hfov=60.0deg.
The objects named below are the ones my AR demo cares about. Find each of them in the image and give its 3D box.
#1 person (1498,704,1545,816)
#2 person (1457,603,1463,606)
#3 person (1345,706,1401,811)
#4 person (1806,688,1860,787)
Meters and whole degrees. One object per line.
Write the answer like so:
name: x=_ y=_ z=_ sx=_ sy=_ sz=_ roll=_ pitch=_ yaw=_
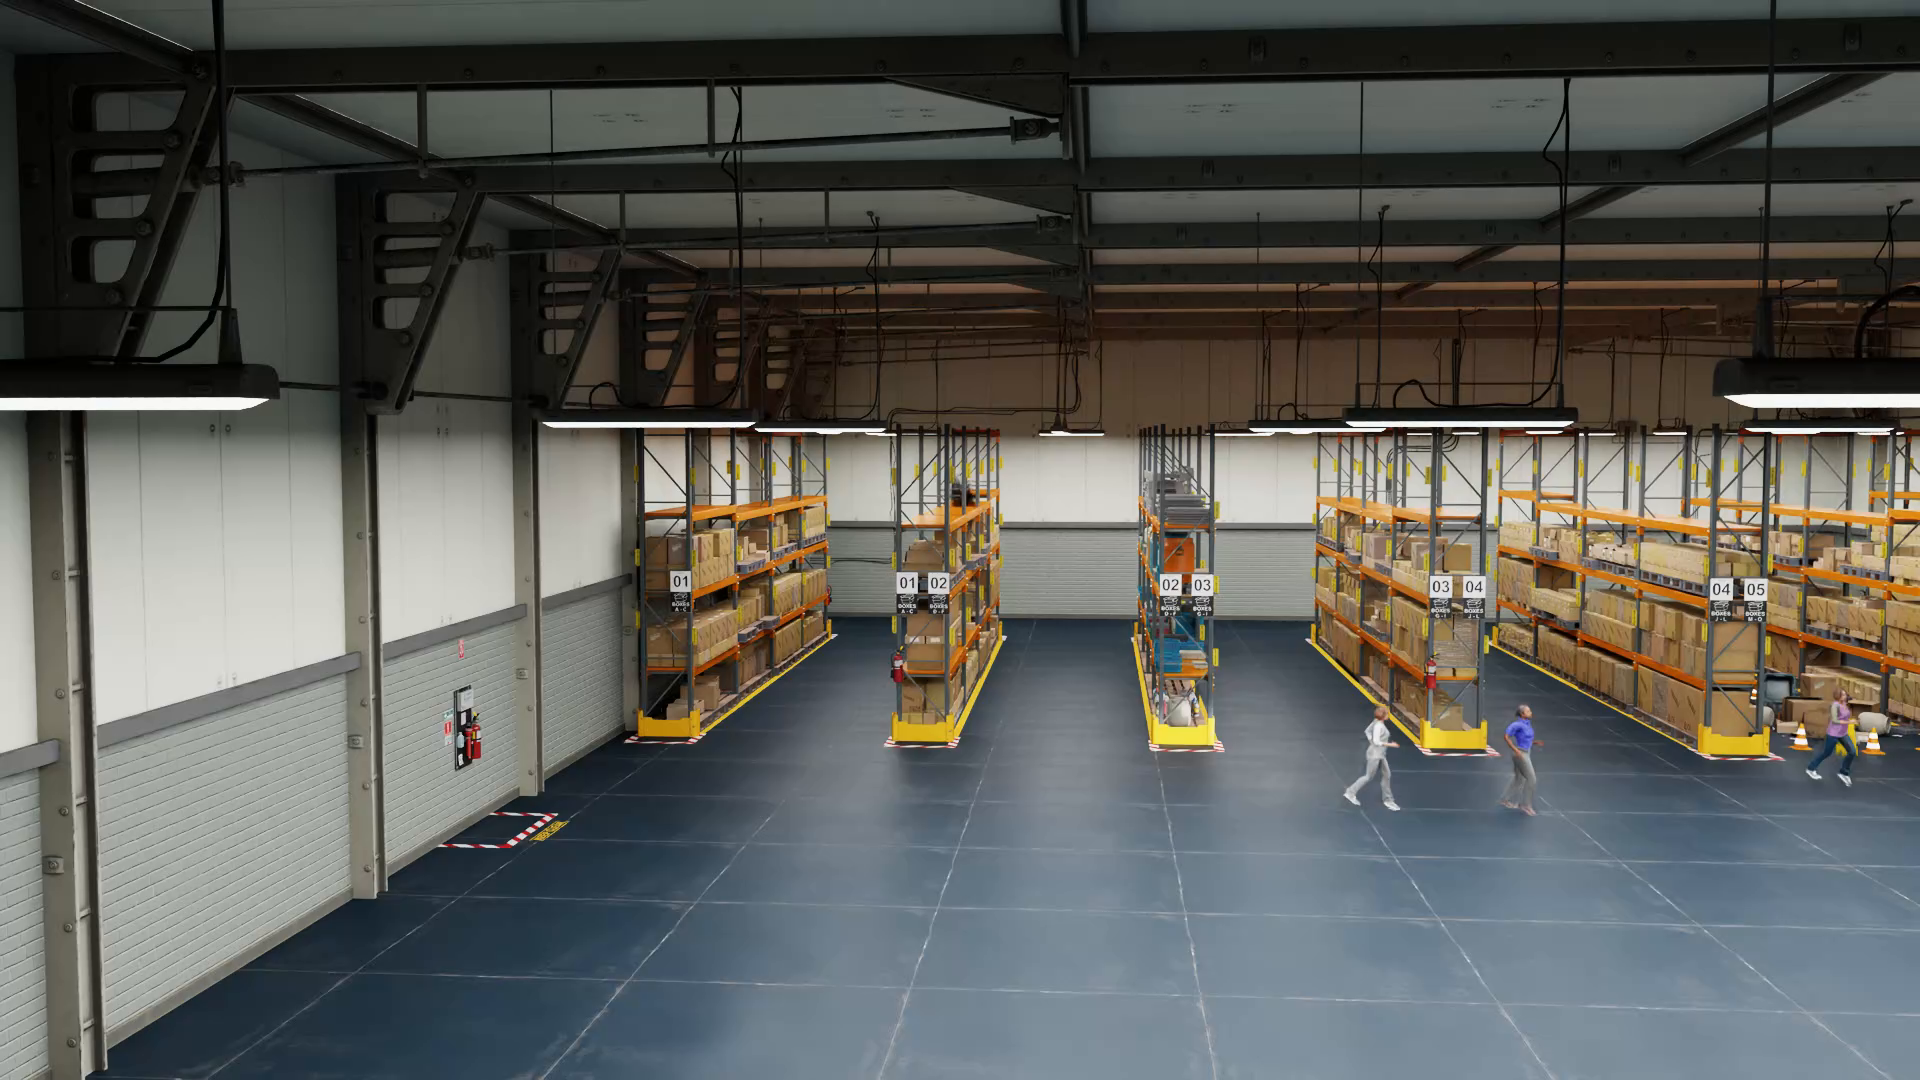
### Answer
person: x=8.583 y=3.377 z=25.412 sx=0.665 sy=1.706 sz=0.564 roll=2 pitch=4 yaw=31
person: x=13.506 y=2.142 z=44.717 sx=0.652 sy=1.757 sz=0.759 roll=0 pitch=3 yaw=7
person: x=6.375 y=3.359 z=25.646 sx=0.842 sy=1.616 sz=0.509 roll=2 pitch=4 yaw=24
person: x=14.499 y=3.294 z=27.538 sx=0.545 sy=1.533 sz=0.834 roll=-2 pitch=4 yaw=-31
